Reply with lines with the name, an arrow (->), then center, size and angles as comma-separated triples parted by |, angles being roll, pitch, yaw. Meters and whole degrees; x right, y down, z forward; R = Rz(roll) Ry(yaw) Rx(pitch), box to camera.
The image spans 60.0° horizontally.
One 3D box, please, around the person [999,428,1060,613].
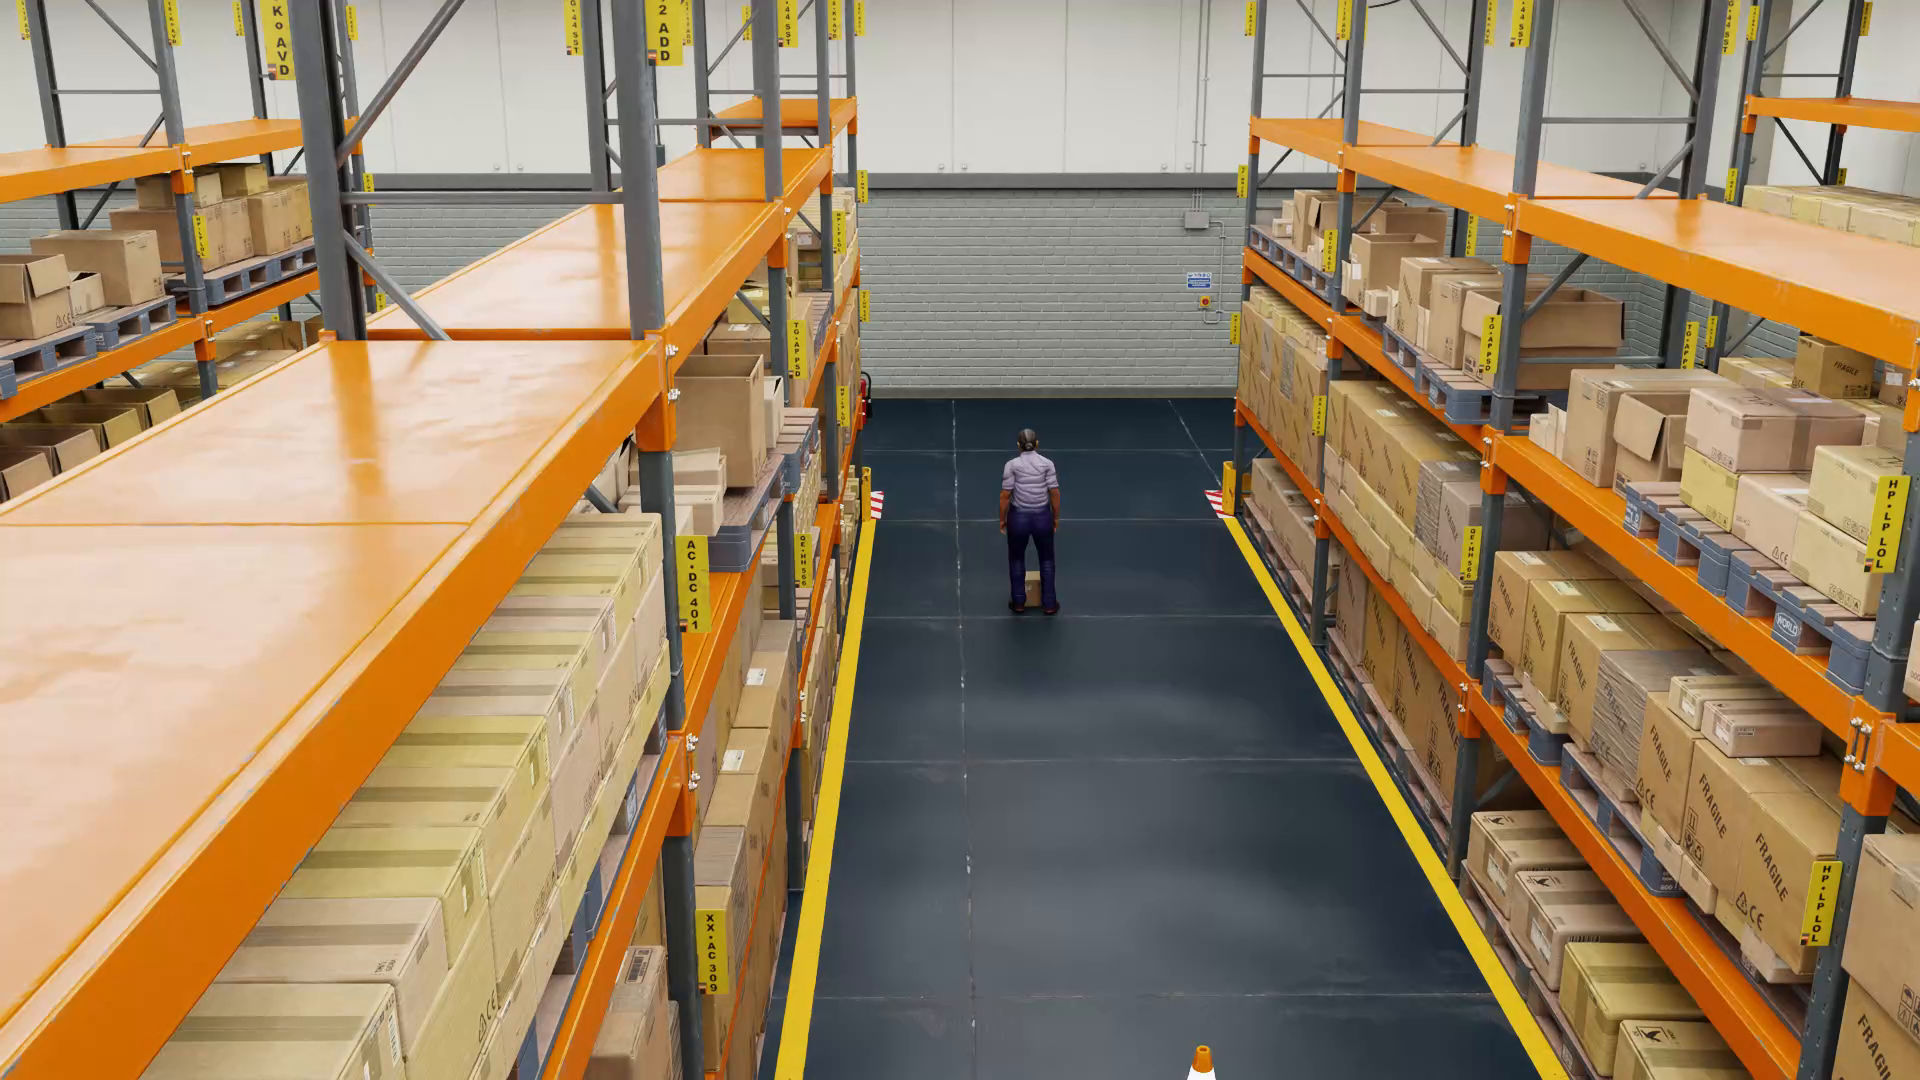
person -> 0.621, -0.165, 14.611 | 0.562, 1.653, 0.418 | -1, 17, -3
